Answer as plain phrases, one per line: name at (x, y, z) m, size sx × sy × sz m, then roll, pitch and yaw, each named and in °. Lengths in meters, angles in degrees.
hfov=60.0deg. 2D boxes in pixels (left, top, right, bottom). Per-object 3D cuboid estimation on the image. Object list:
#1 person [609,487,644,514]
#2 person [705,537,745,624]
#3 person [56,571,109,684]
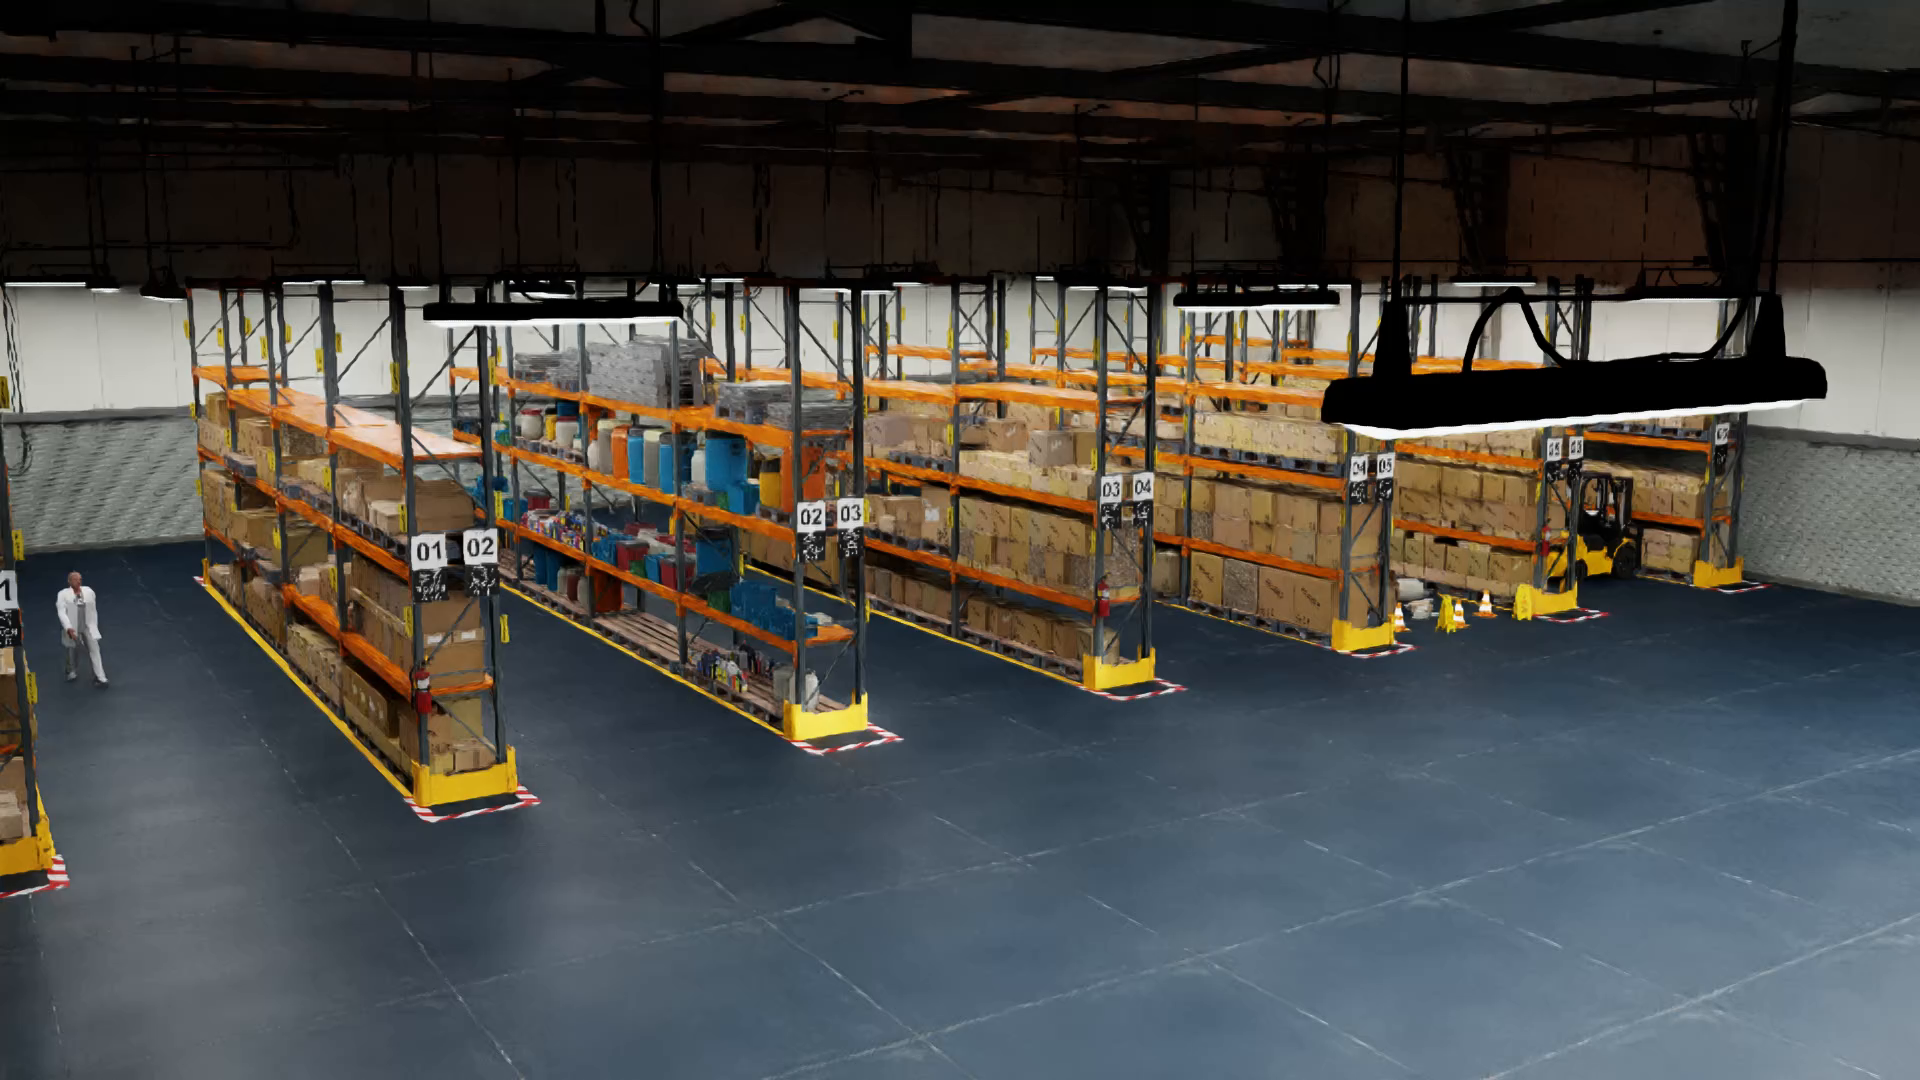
person at (-8.465, -1.503, 41.805) m, size 0.840 × 1.706 × 0.699 m, roll 8°, pitch 12°, yaw 40°
person at (-3.867, 0.620, 27.807) m, size 0.825 × 1.593 × 0.655 m, roll 8°, pitch 12°, yaw 40°
person at (-13.222, 1.311, 24.961) m, size 0.580 × 1.715 × 1.105 m, roll -8°, pitch 13°, yaw -40°
